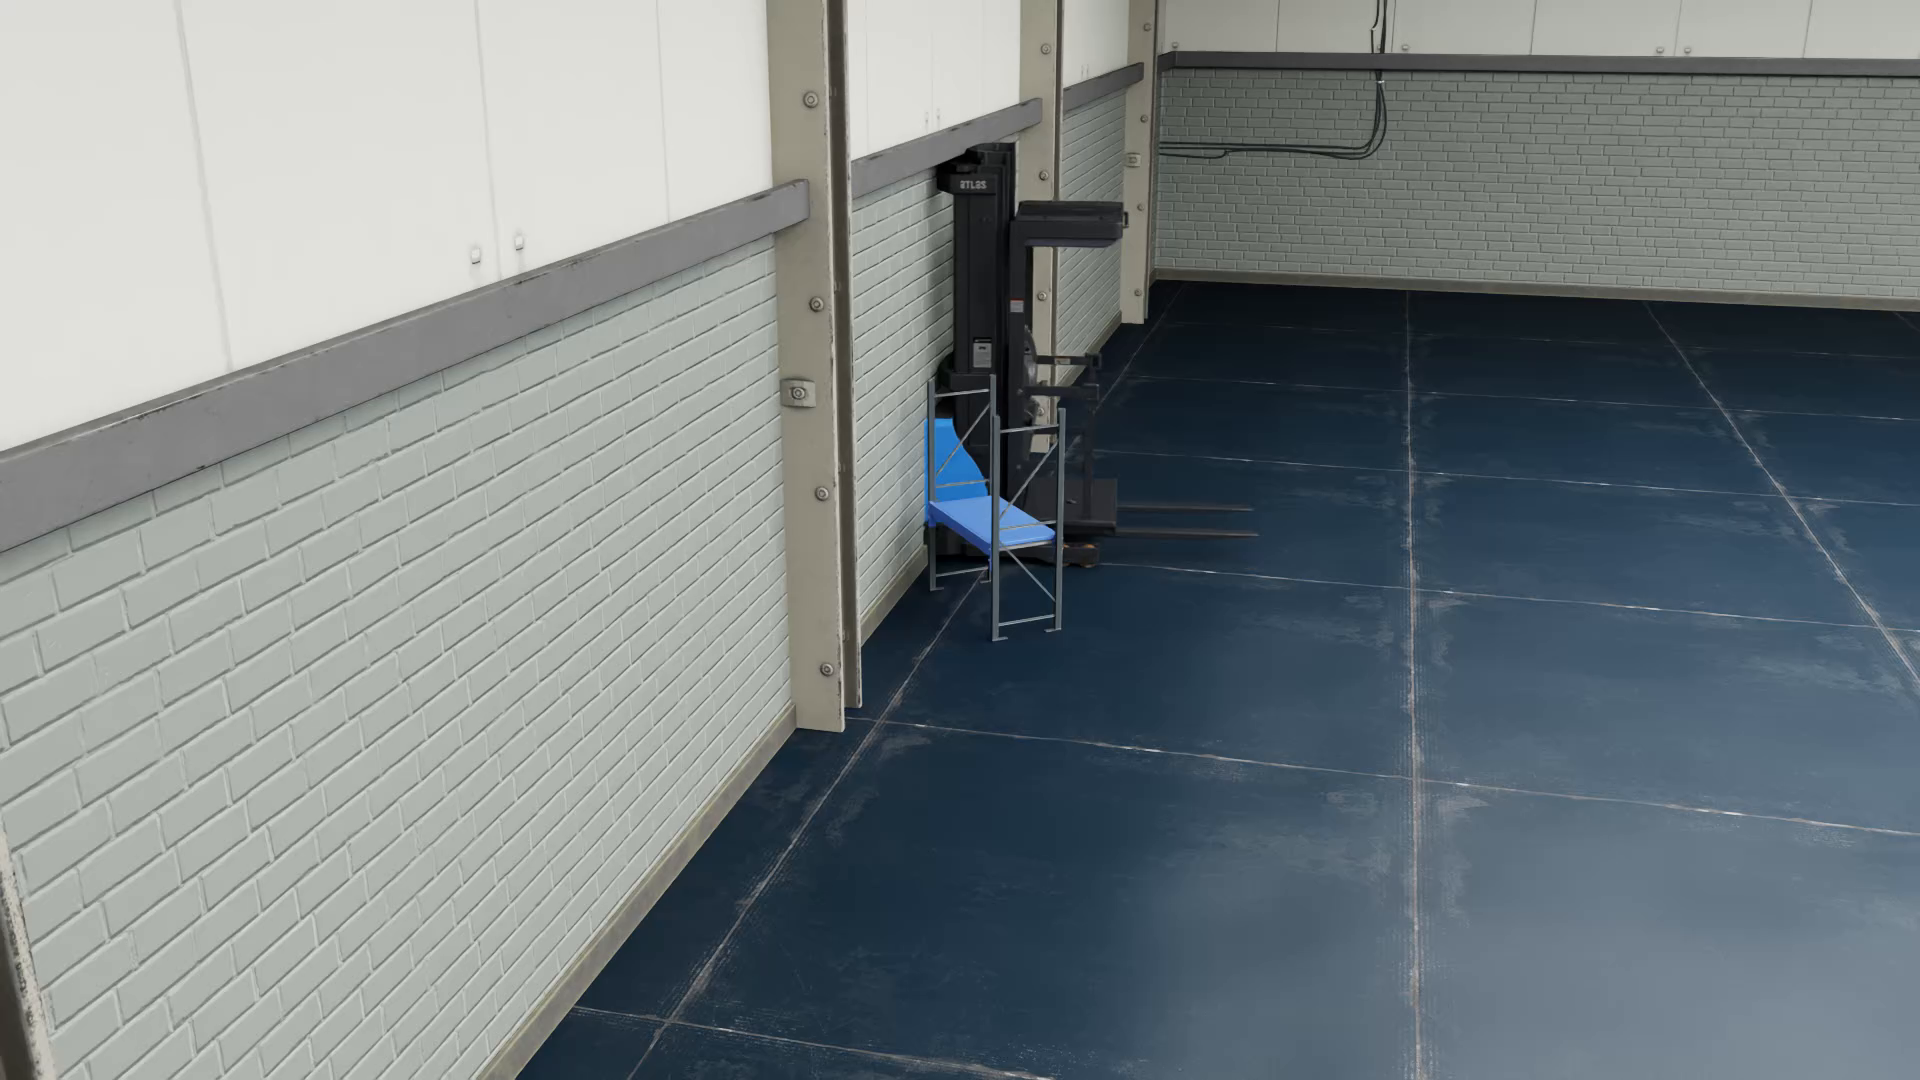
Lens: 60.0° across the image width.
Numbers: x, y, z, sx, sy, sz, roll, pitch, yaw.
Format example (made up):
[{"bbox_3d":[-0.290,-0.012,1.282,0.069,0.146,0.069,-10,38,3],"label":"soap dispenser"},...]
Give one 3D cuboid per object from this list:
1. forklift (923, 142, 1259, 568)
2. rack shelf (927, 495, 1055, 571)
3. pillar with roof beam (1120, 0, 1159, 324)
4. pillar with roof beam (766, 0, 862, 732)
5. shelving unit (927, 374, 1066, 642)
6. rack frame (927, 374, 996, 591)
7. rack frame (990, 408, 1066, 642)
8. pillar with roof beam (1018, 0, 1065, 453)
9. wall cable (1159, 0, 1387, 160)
[{"bbox_3d":[0.700,-1.364,12.146,3.031,2.935,1.130,2,19,5],"label":"forklift"},{"bbox_3d":[0.222,-0.068,11.124,0.538,0.185,1.000,-8,21,-23],"label":"rack shelf"},{"bbox_3d":[6.331,-6.657,18.256,9.100,9.000,0.400,5,19,13],"label":"pillar with roof beam"},{"bbox_3d":[3.399,-2.896,7.245,9.100,9.000,0.400,5,19,13],"label":"pillar with roof beam"},{"bbox_3d":[0.222,-0.239,11.066,0.538,1.500,1.048,-8,21,-23],"label":"shelving unit"},{"bbox_3d":[0.012,-0.388,11.504,0.500,1.500,0.032,-8,21,-23],"label":"rack frame"},{"bbox_3d":[0.431,-0.089,10.627,0.500,1.500,0.032,-8,21,-23],"label":"rack frame"},{"bbox_3d":[4.865,-4.777,12.751,9.100,9.000,0.400,5,19,13],"label":"pillar with roof beam"},{"bbox_3d":[4.159,-6.347,22.151,3.097,2.526,0.112,5,19,13],"label":"wall cable"}]
